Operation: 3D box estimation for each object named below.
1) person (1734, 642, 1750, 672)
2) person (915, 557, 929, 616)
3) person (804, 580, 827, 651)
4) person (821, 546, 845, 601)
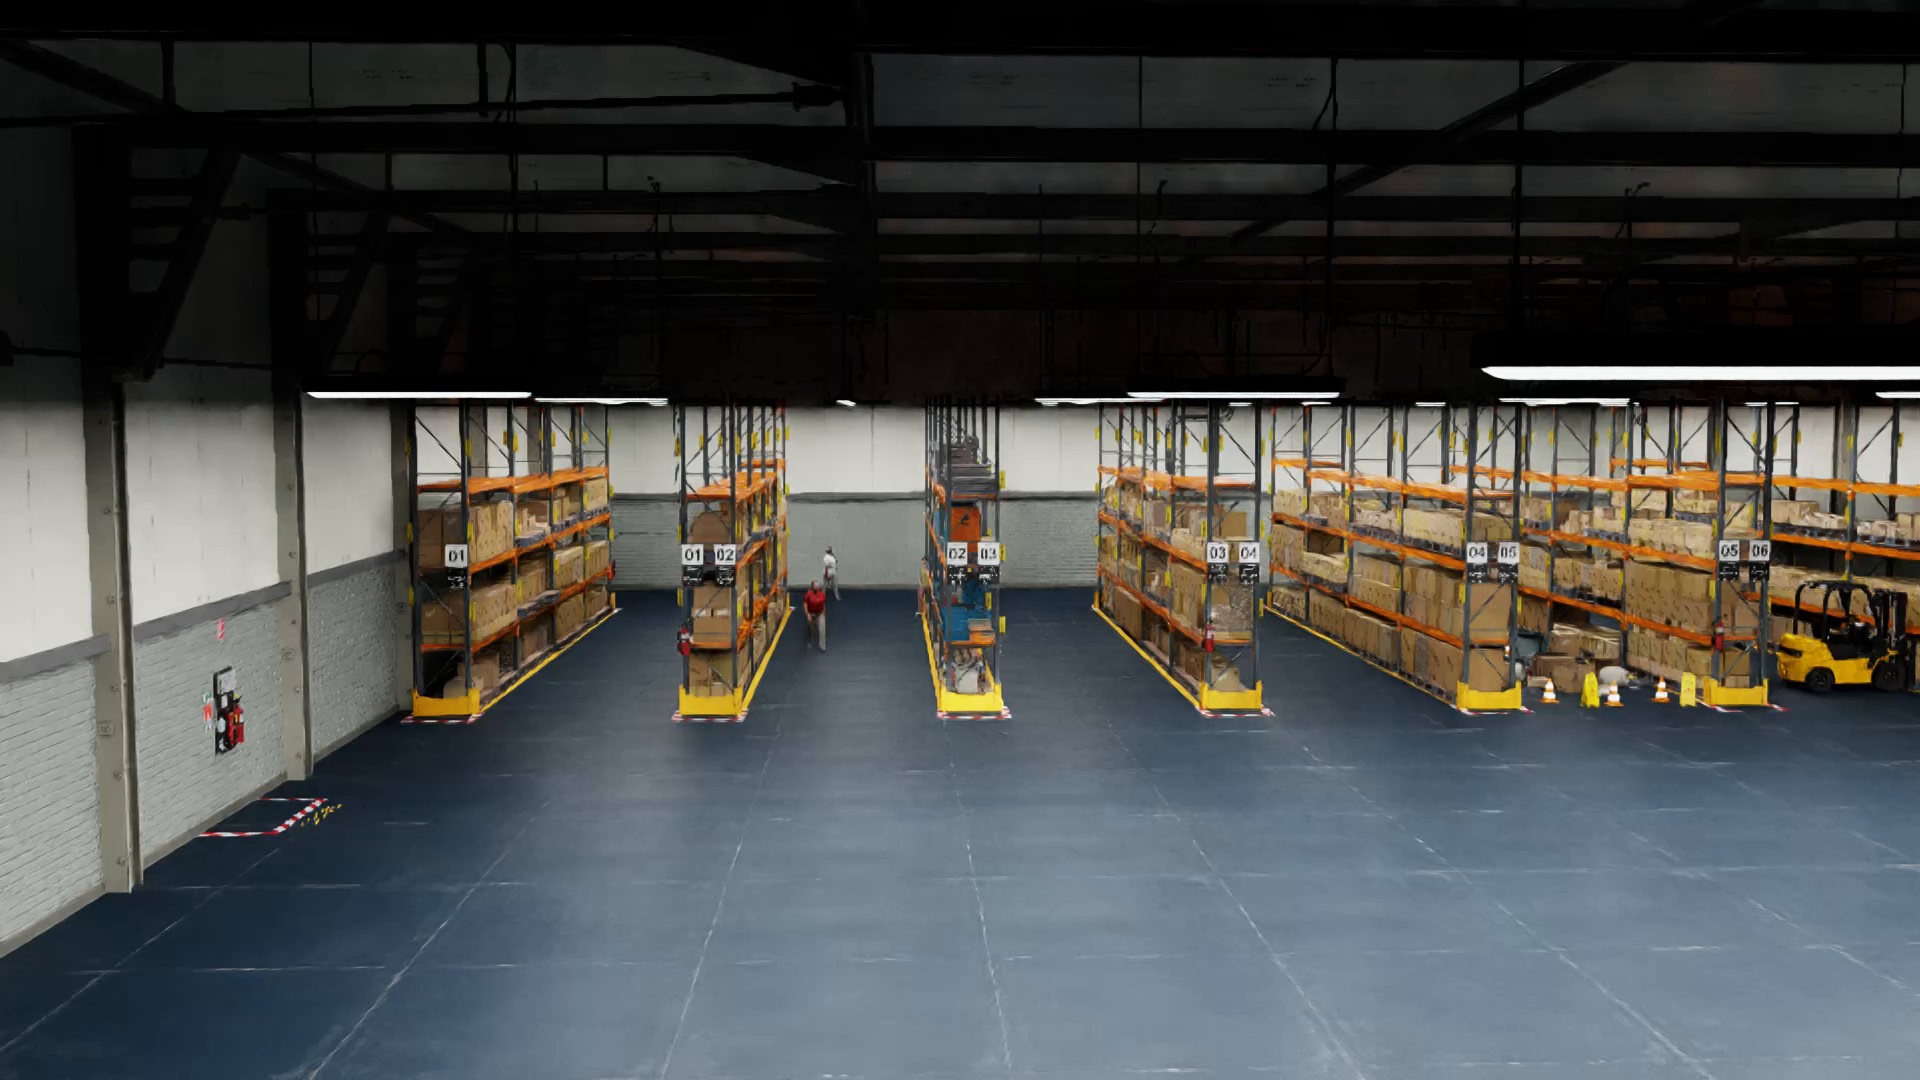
[{"bbox_3d":[16.720,2.097,35.717,0.497,1.595,0.506,2,5,24],"label":"person"},{"bbox_3d":[-0.894,1.270,46.104,0.498,1.618,0.961,2,5,19],"label":"person"},{"bbox_3d":[-3.431,1.775,39.302,0.536,1.657,1.036,-1,5,-11],"label":"person"},{"bbox_3d":[-3.814,0.996,49.162,0.556,1.672,0.700,3,5,34],"label":"person"}]
